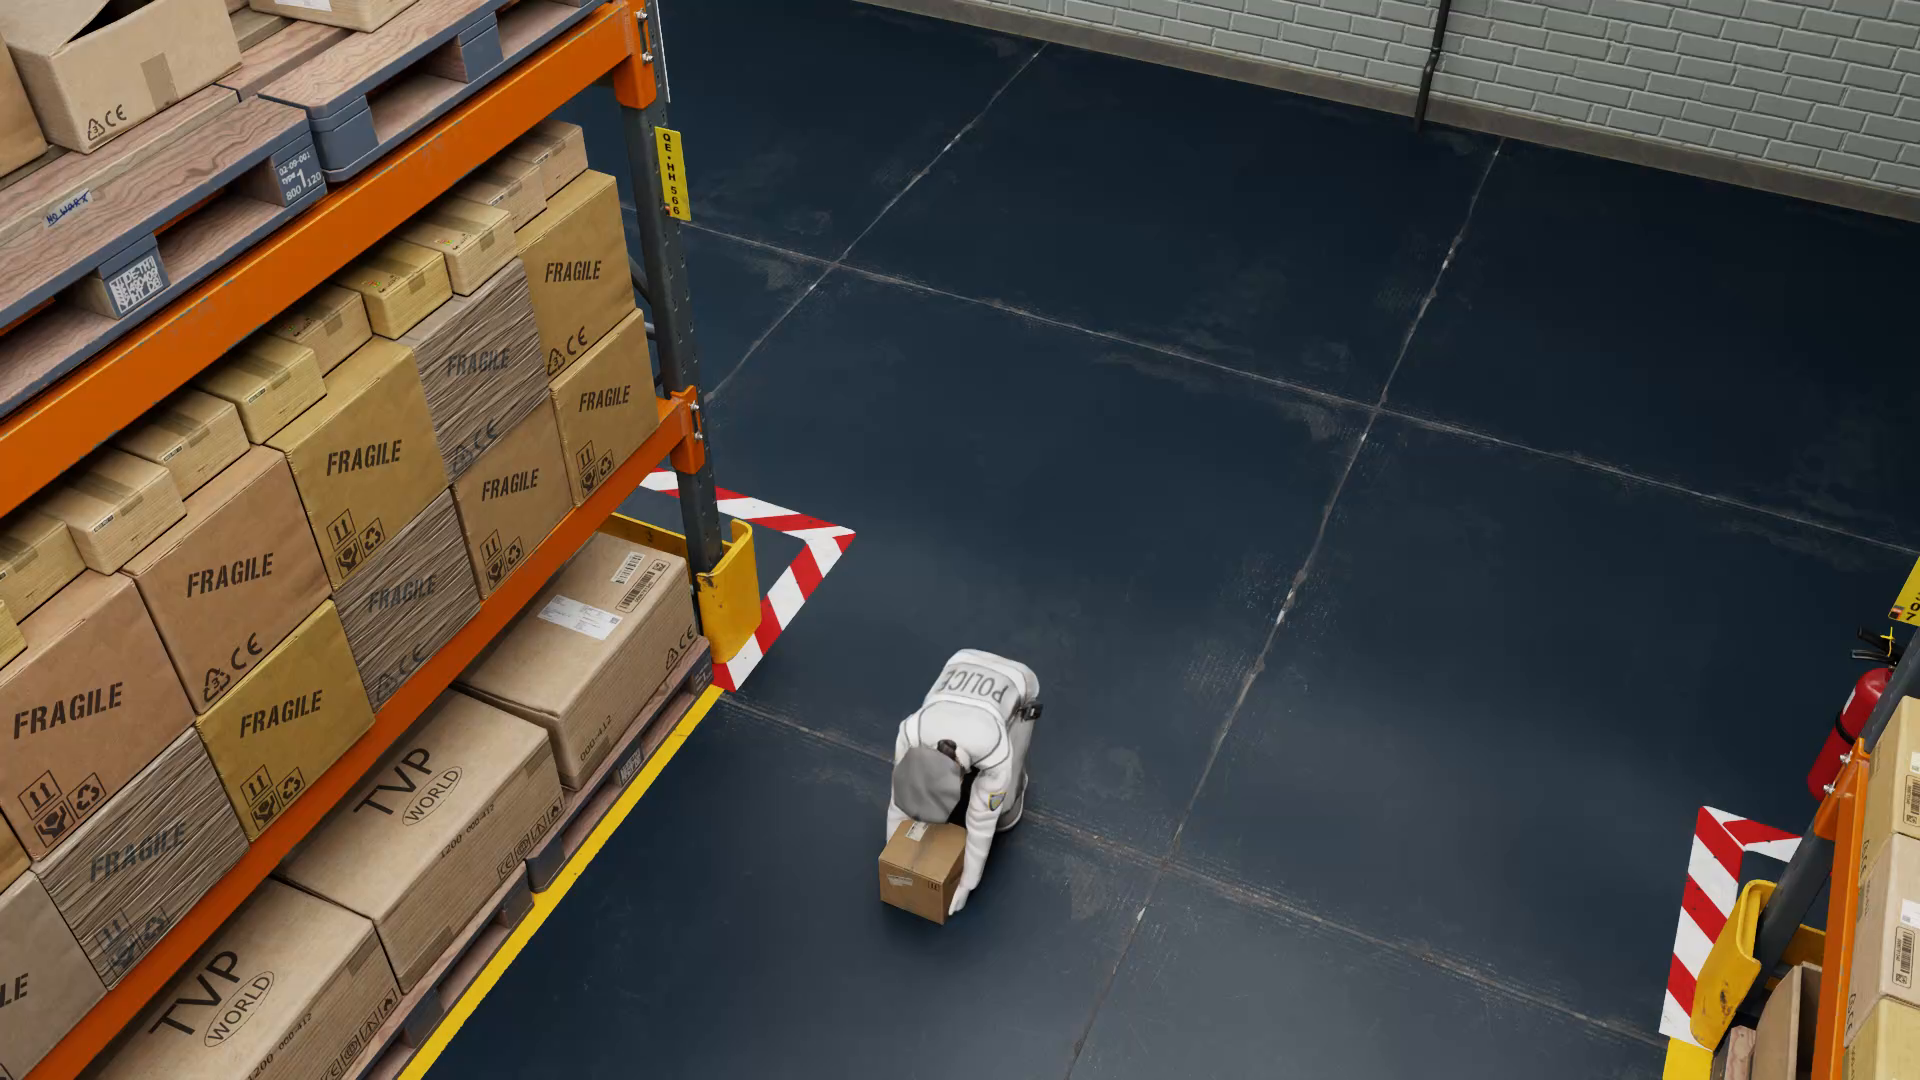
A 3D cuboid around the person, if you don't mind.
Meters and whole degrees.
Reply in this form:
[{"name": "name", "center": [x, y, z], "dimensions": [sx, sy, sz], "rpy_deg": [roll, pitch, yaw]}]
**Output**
[{"name": "person", "center": [0.002, 0.809, 5.971], "dimensions": [0.465, 0.823, 0.898], "rpy_deg": [17, 45, 18]}]
